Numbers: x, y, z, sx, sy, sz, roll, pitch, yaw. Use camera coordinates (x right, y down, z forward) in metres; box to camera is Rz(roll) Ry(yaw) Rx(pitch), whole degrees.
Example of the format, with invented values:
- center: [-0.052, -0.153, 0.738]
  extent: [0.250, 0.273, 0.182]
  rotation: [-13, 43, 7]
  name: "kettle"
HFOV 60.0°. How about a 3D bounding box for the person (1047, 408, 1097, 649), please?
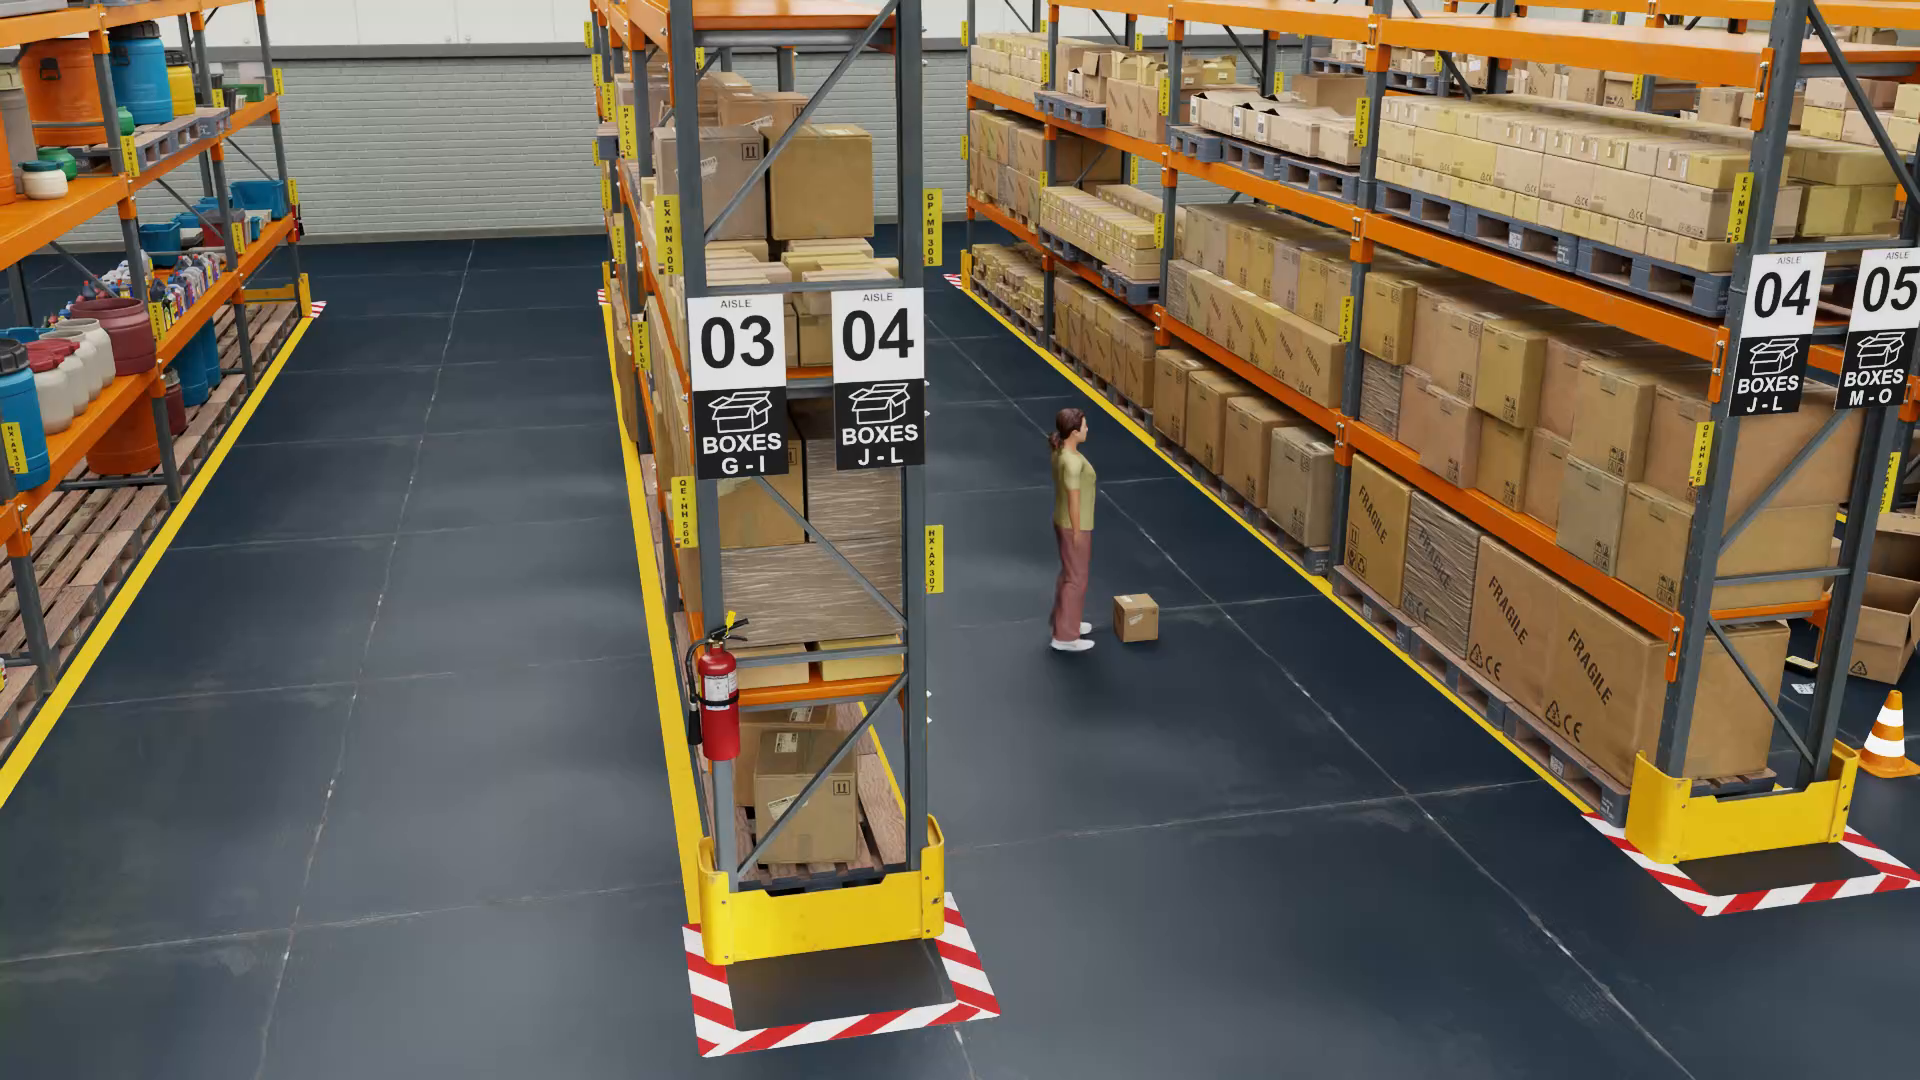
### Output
- center: [0.763, -0.082, 11.342]
  extent: [0.382, 1.685, 0.439]
  rotation: [-4, 20, -11]
  name: "person"
